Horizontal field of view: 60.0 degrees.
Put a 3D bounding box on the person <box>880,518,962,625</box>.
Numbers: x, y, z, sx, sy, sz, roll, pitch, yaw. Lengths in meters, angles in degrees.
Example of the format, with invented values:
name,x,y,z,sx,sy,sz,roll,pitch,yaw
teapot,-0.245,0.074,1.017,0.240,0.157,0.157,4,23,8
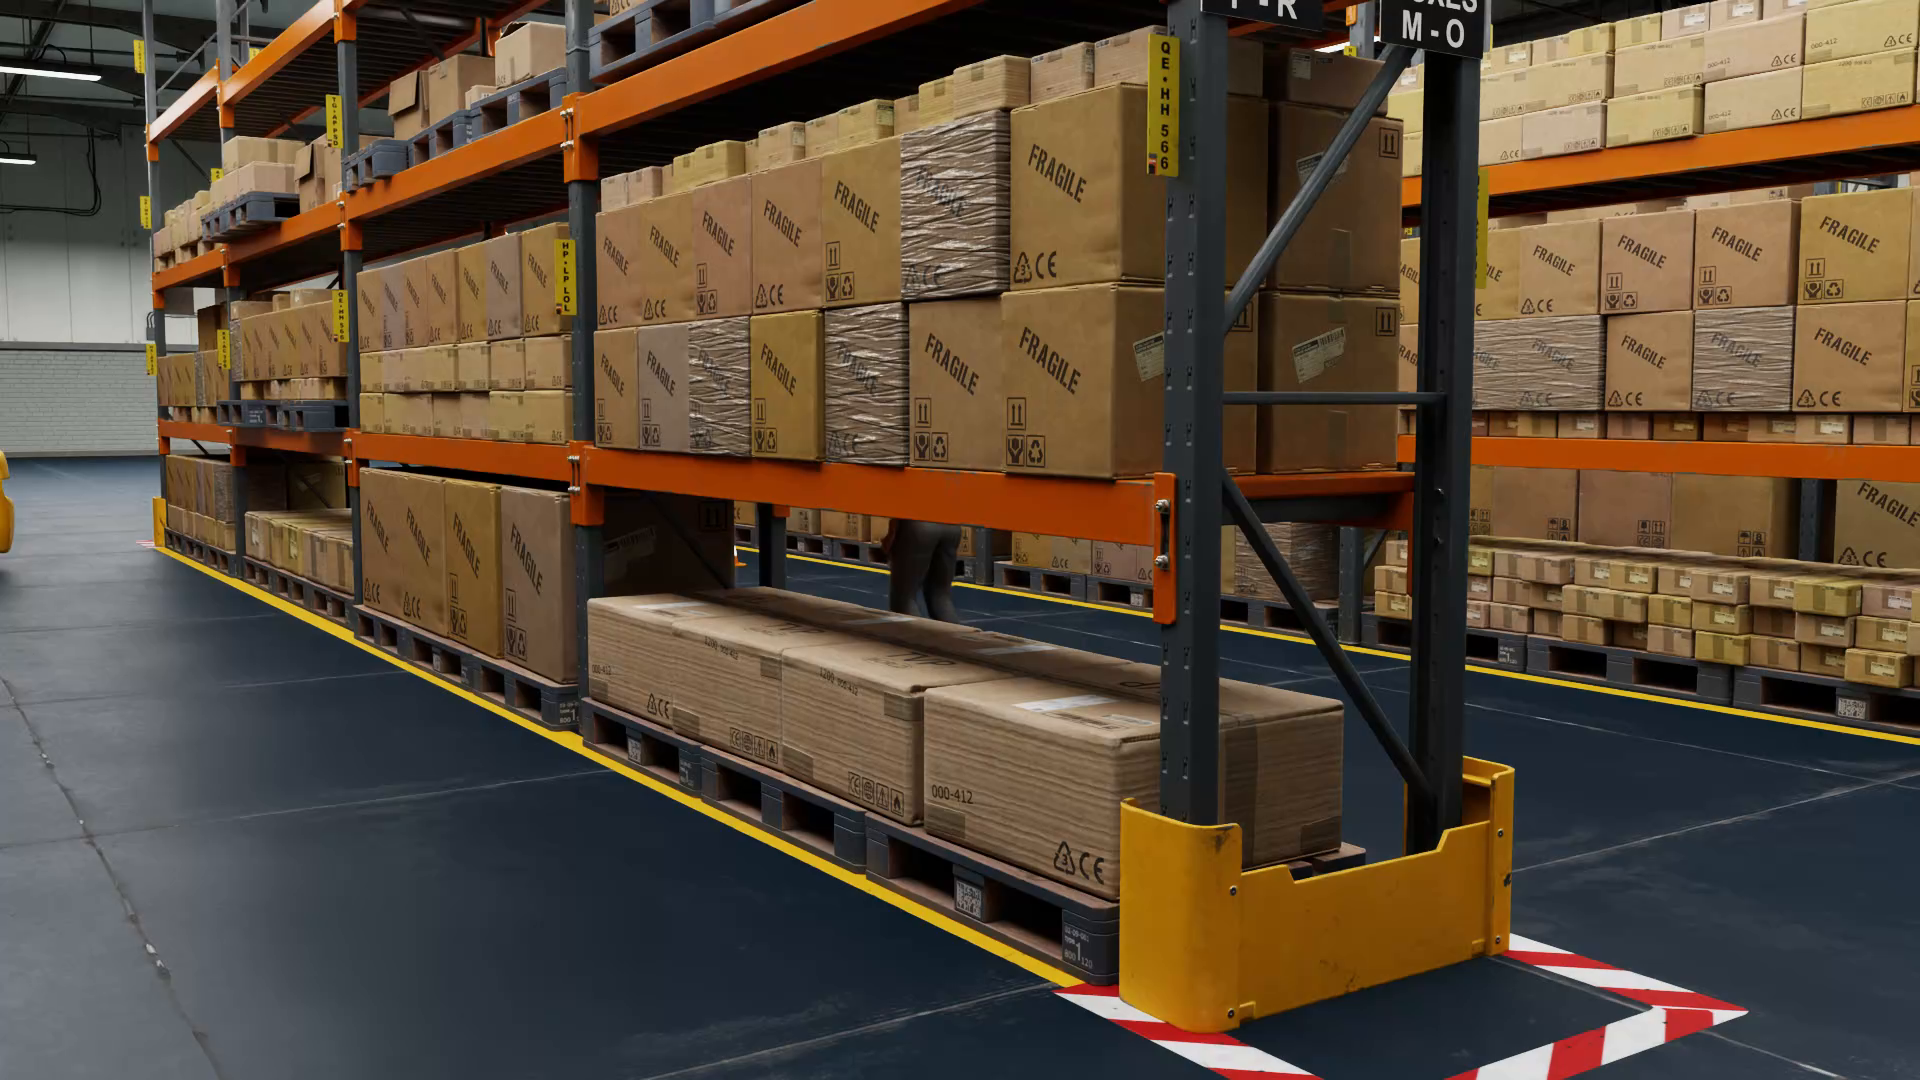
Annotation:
name,x,y,z,sx,sy,sz,roll,pitch,yaw
person,-0.197,-0.032,8.654,0.315,1.647,0.443,5,7,43
